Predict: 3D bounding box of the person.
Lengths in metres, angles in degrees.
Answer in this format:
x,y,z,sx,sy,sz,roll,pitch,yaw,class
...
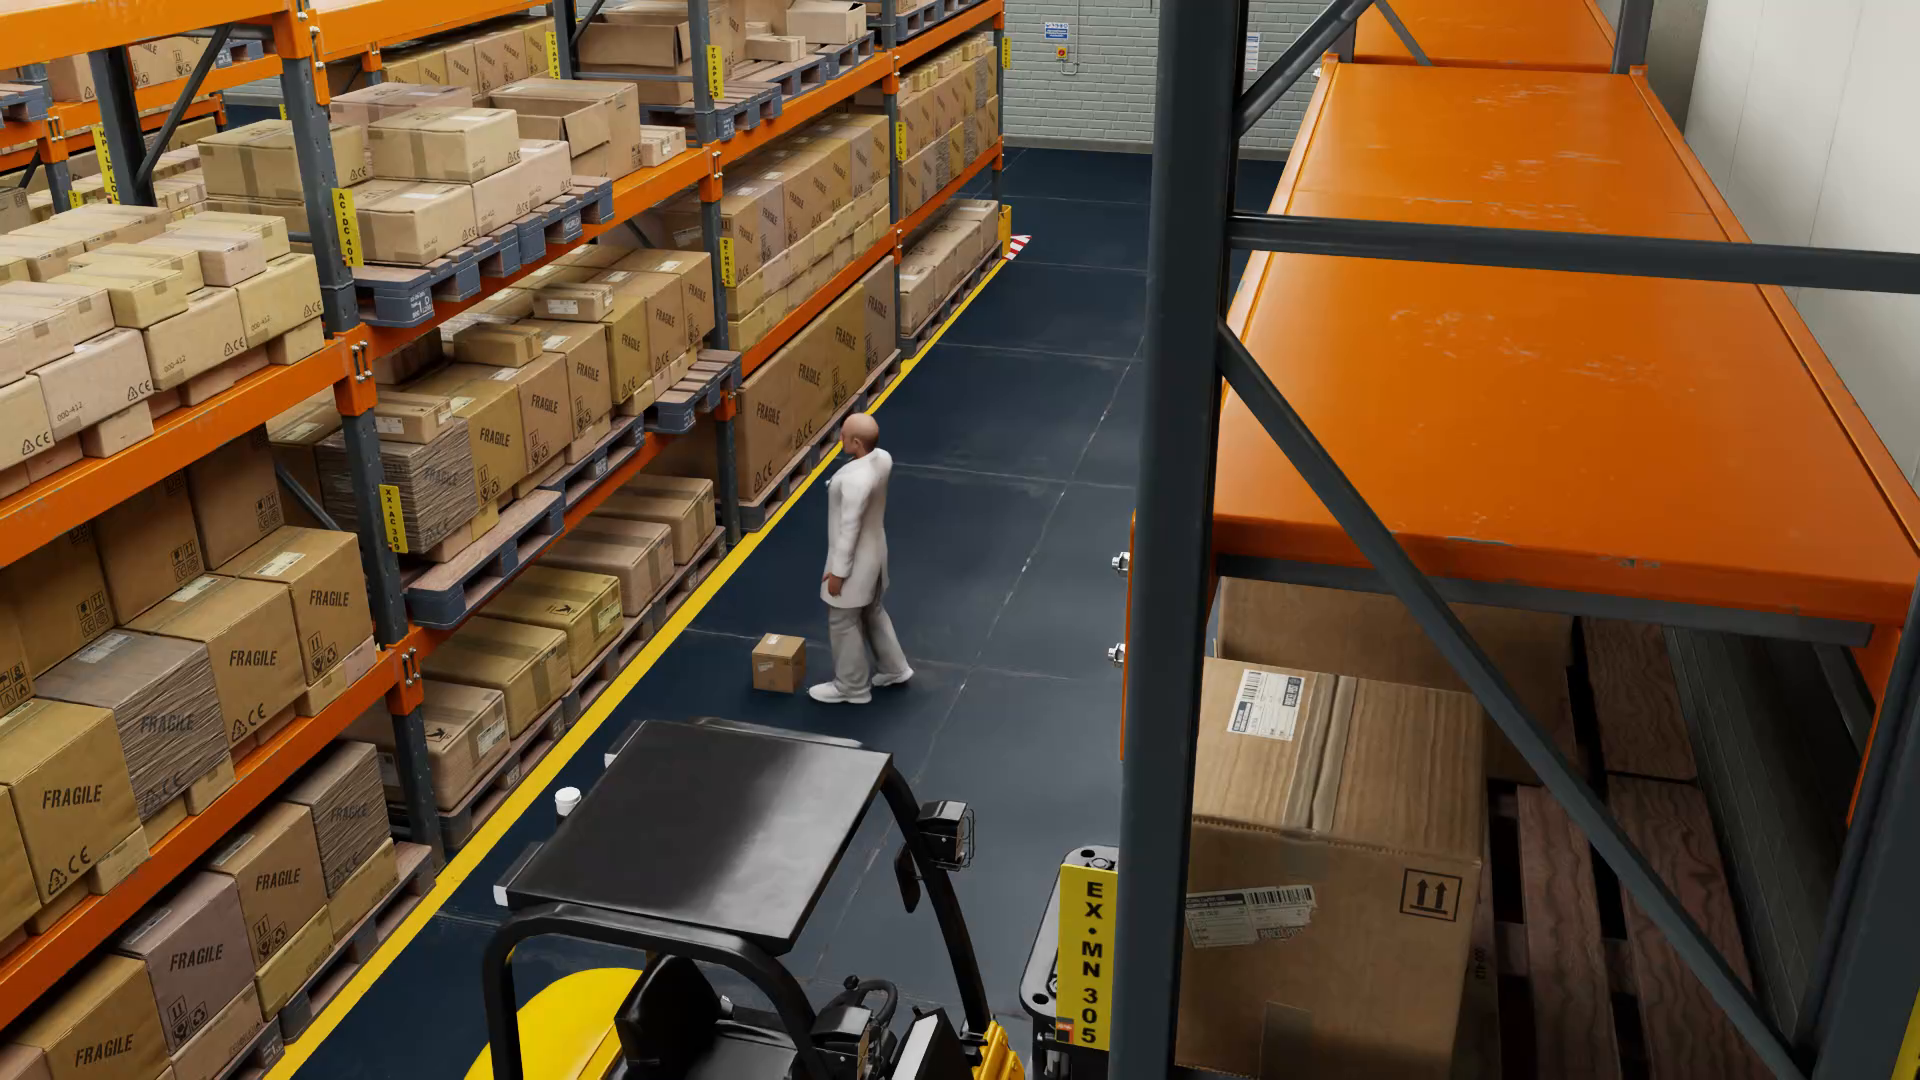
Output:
x,y,z,sx,sy,sz,roll,pitch,yaw,class
-0.588,0.149,9.528,0.562,1.867,0.577,7,26,14,person
